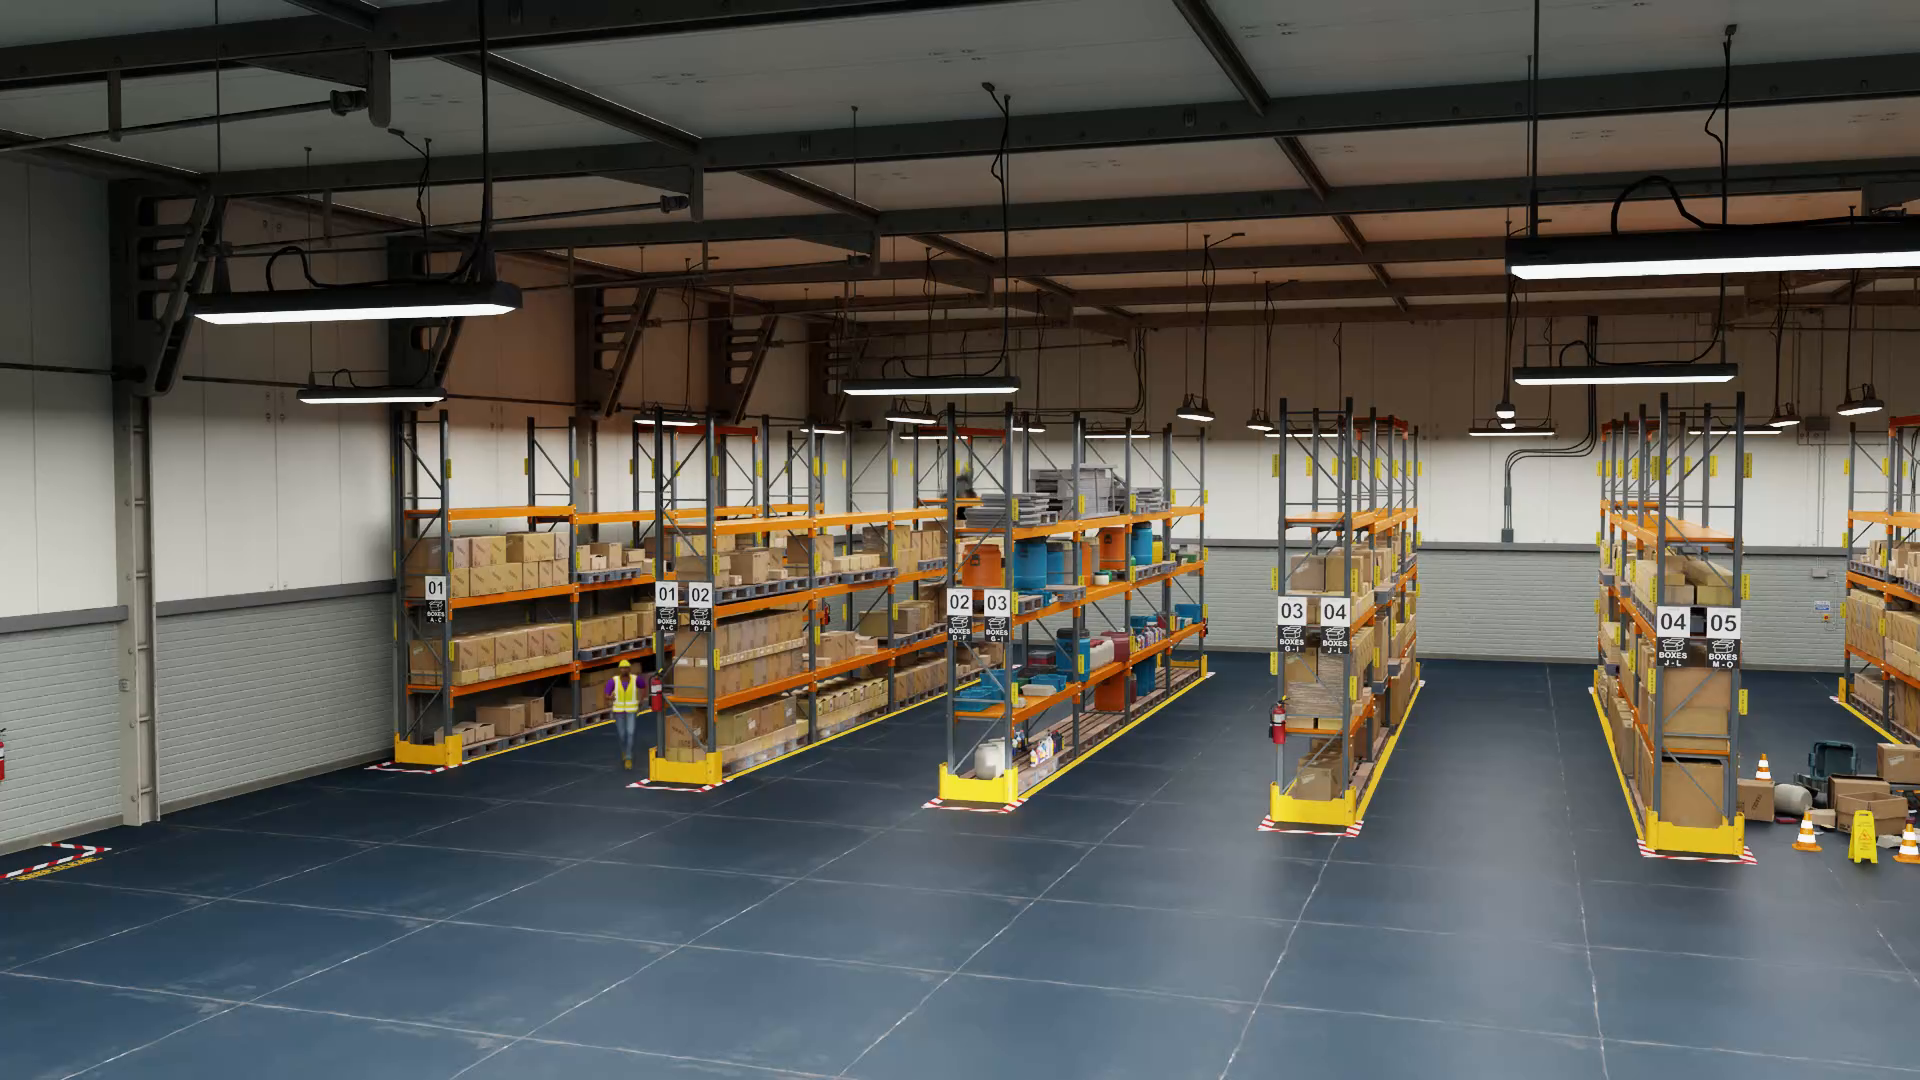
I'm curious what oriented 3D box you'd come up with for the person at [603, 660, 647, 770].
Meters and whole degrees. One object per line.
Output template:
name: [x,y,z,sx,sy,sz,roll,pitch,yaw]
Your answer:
person: [-5.636,2.897,27.938,0.695,1.782,0.942,0,2,-4]
